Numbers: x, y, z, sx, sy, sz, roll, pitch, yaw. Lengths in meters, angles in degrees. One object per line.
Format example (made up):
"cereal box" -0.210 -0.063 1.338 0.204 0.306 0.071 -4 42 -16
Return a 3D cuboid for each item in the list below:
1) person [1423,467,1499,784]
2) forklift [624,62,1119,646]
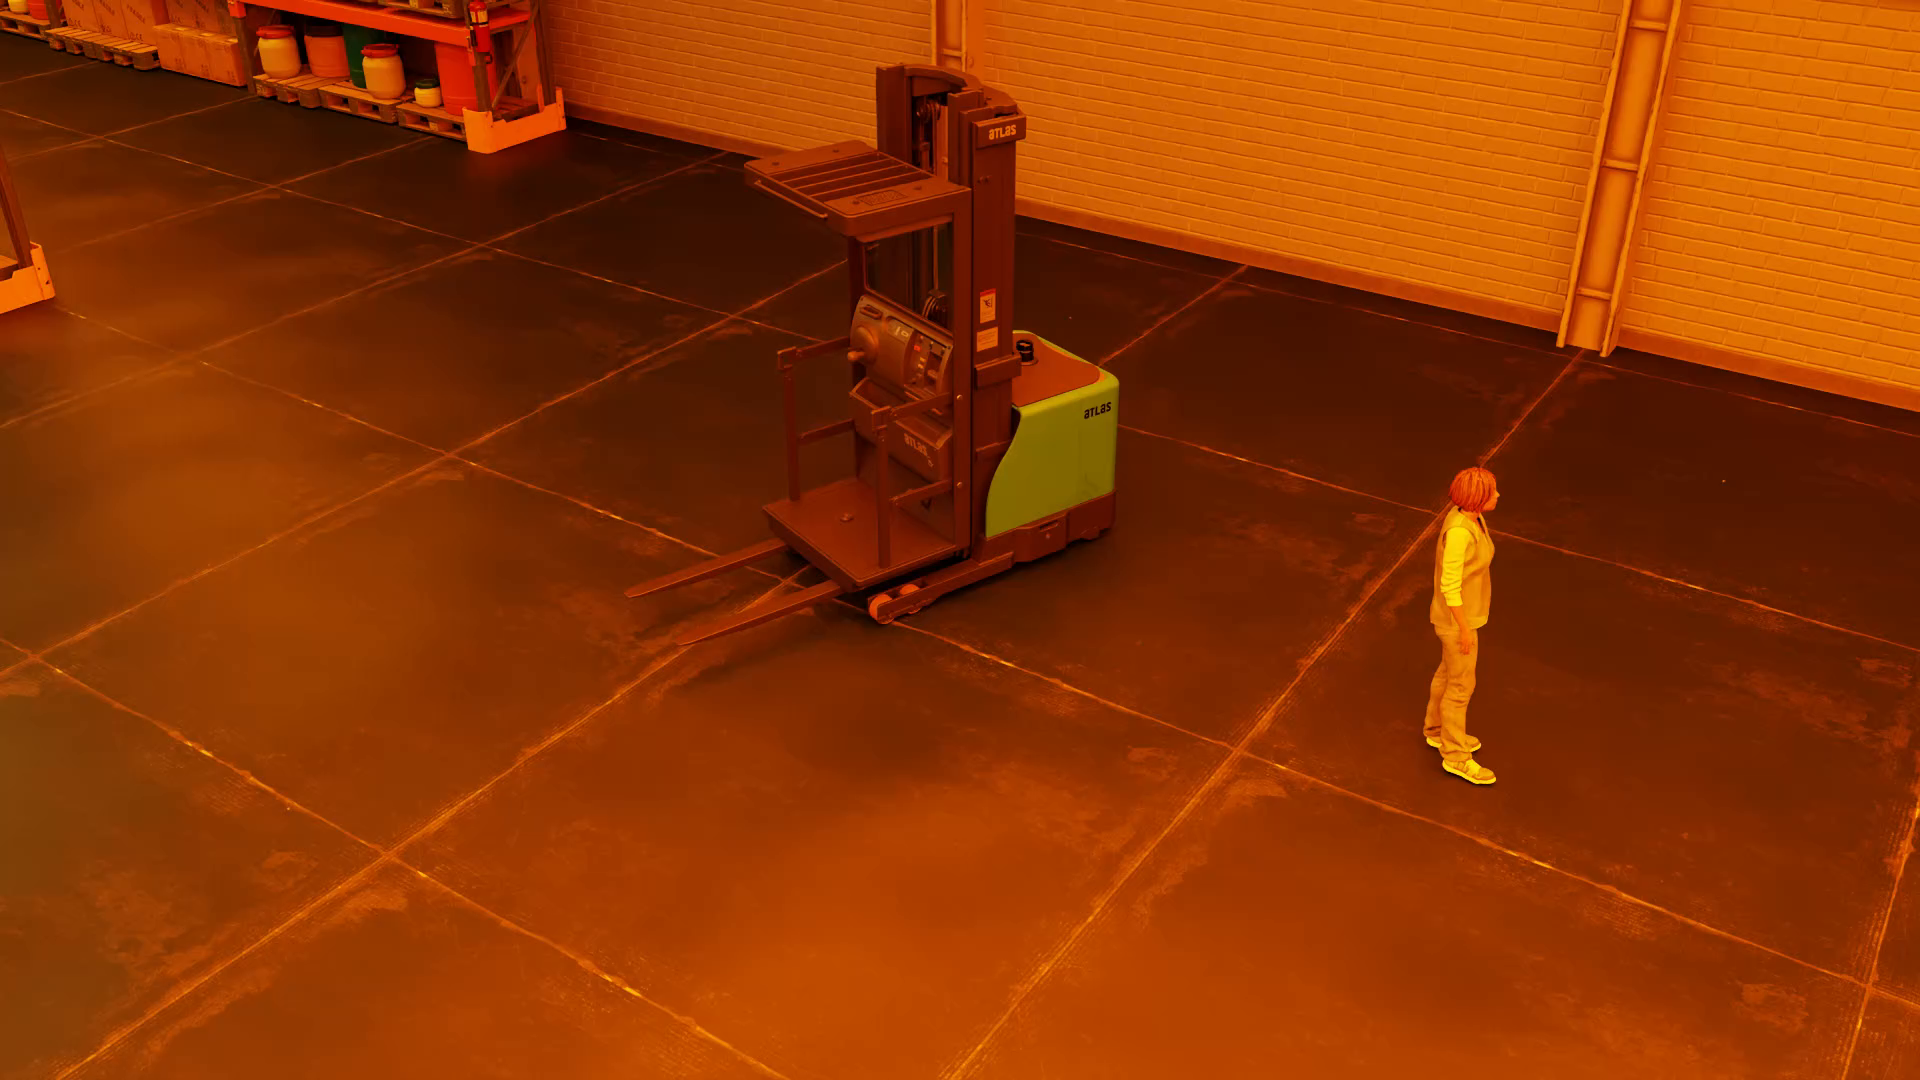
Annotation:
"person" 2.547 0.394 8.217 0.474 1.598 0.519 11 32 18
"forklift" -0.508 -1.082 9.444 3.031 2.935 1.130 -20 36 -31
